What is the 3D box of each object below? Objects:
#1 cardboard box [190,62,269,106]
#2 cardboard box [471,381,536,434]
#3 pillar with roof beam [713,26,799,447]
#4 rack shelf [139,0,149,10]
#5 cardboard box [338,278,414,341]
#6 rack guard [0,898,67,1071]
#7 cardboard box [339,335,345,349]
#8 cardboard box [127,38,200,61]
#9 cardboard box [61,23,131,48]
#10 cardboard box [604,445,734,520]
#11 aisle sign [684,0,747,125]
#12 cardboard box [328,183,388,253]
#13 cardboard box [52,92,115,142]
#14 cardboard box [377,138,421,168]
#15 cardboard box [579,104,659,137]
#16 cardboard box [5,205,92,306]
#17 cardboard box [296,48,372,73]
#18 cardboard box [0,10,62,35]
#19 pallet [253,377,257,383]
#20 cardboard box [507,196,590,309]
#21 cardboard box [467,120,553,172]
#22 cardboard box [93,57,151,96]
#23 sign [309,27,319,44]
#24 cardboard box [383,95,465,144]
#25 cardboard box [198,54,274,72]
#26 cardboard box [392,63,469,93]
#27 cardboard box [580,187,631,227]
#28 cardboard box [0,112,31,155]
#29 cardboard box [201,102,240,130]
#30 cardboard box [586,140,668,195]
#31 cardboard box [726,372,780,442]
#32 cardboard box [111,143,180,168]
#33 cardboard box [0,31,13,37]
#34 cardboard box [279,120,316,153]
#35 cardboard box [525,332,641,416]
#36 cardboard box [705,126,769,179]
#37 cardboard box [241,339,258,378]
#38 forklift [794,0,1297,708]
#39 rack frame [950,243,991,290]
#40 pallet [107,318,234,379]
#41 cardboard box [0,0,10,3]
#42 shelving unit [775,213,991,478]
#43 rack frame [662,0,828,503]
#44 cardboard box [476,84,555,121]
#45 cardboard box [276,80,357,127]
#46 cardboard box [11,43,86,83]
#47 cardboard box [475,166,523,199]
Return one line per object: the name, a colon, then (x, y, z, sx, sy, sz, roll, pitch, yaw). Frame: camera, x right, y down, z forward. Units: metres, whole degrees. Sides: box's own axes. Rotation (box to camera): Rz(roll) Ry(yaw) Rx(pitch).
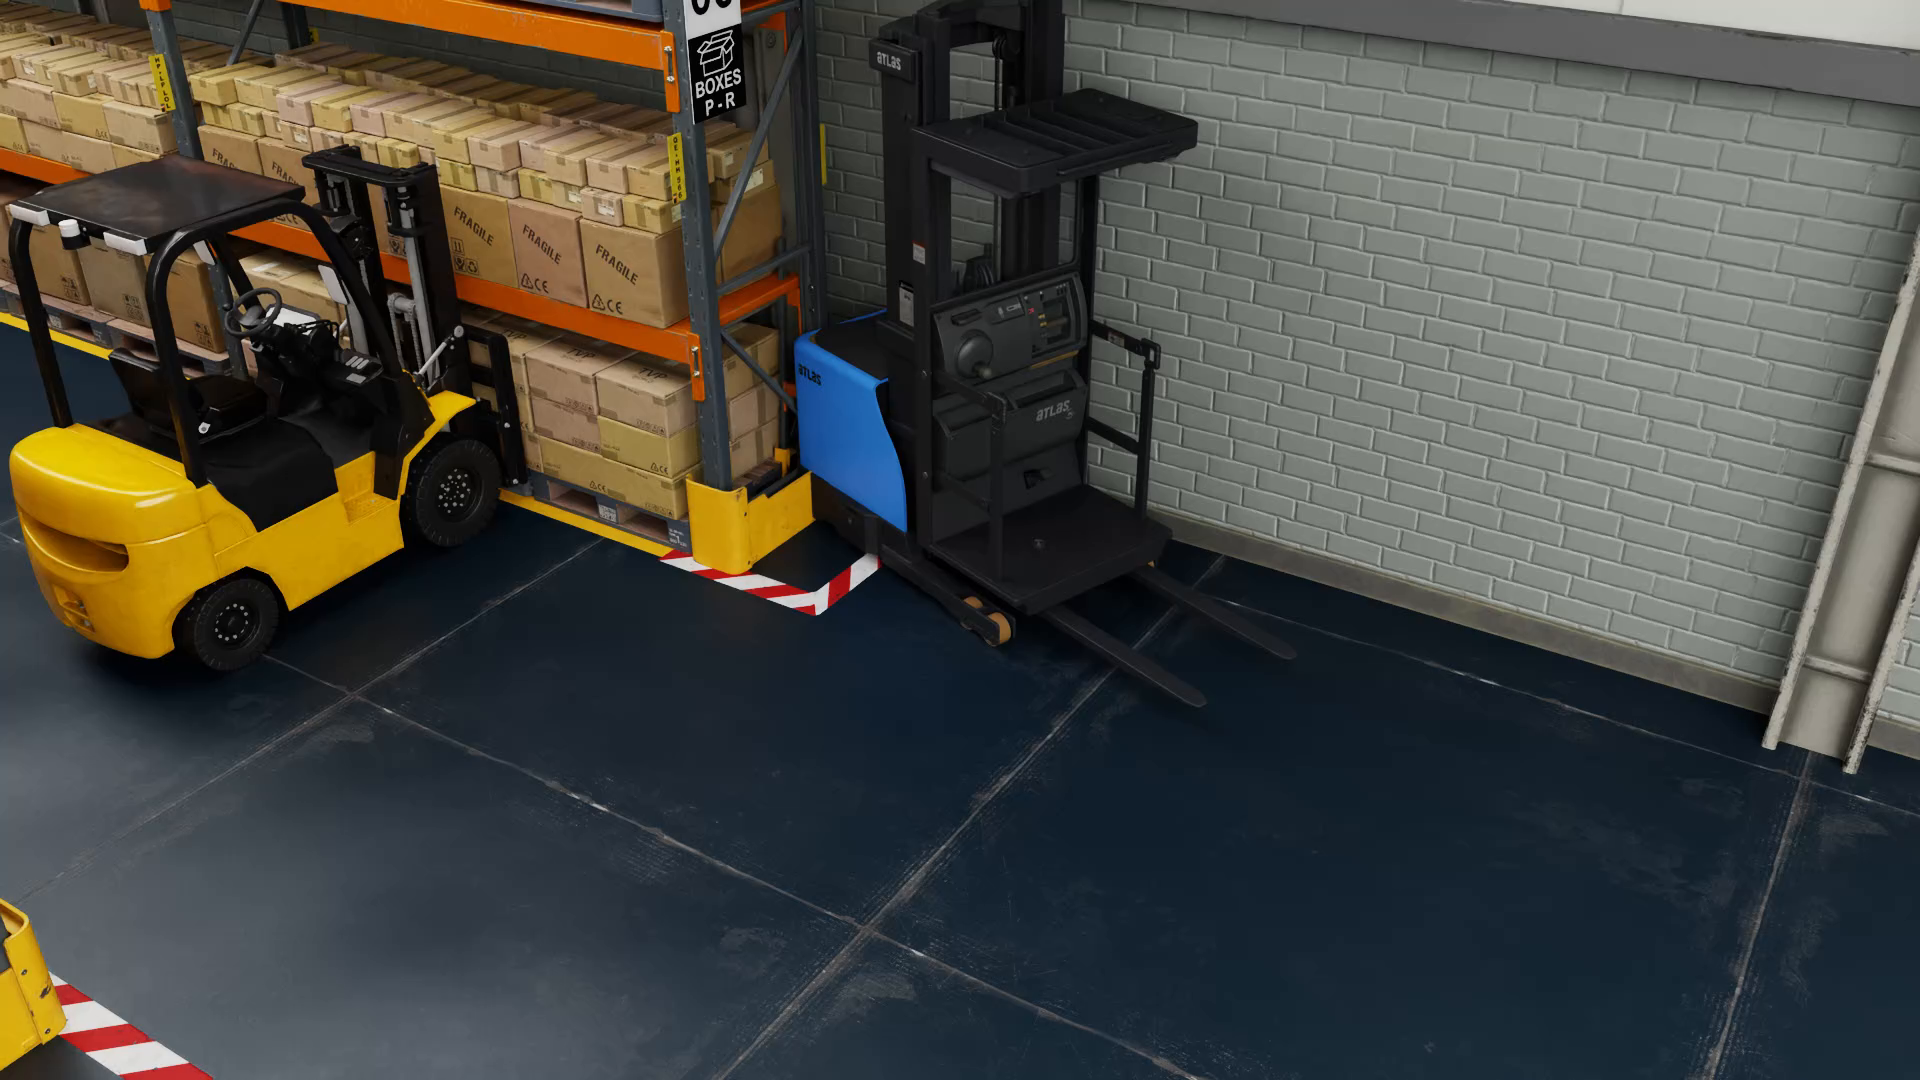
cardboard box: (-4.322, -2.710, 9.880, 0.250, 0.149, 0.380, 18, 35, 28)
cardboard box: (-2.493, -0.874, 9.586, 0.500, 0.250, 0.500, 17, 34, 26)
pillar with roof beam: (-3.446, -2.724, 4.989, 0.400, 9.000, 9.100, 18, 35, 27)
rack shelf: (-6.129, -3.991, 10.851, 4.000, 0.370, 1.077, 18, 35, 27)
cardboard box: (-3.336, -1.363, 9.929, 0.500, 0.250, 0.500, 19, 35, 29)
rack guard: (-3.747, 1.780, 5.702, 0.348, 0.500, 1.175, 18, 35, 27)
cardboard box: (-3.761, -1.284, 10.291, 0.500, 0.250, 0.500, 17, 34, 27)
cardboard box: (-5.256, -3.200, 11.016, 0.250, 0.149, 0.380, 17, 34, 27)
cardboard box: (-5.885, -3.408, 11.371, 0.250, 0.149, 0.380, 18, 35, 28)
cardboard box: (-1.613, -0.383, 9.242, 0.500, 0.250, 0.500, 18, 35, 28)
aisle sign: (-1.147, -2.379, 7.770, 0.004, 0.787, 0.394, 18, 35, 27)
cardboard box: (-3.318, -2.015, 9.629, 0.500, 0.500, 0.500, 17, 34, 27)
cardboard box: (-5.426, -2.778, 10.689, 0.500, 0.250, 0.500, 17, 34, 26)
cardboard box: (-3.005, -2.173, 9.255, 0.250, 0.149, 0.380, 17, 34, 26)
cardboard box: (-1.854, -2.253, 9.098, 0.250, 0.149, 0.380, 18, 35, 28)
cardboard box: (-6.174, -2.173, 11.937, 0.625, 0.625, 0.875, 16, 34, 25)
cardboard box: (-3.813, -2.881, 10.173, 0.250, 0.149, 0.380, 17, 34, 26)
cardboard box: (-6.547, -3.607, 11.714, 0.250, 0.149, 0.380, 17, 34, 27)
pallet: (-3.783, -1.035, 10.814, 1.213, 0.211, 1.003, 18, 35, 27)
cardboard box: (-2.038, -1.604, 8.924, 0.500, 0.500, 0.500, 19, 35, 29)
cardboard box: (-2.375, -2.089, 8.815, 0.250, 0.149, 0.380, 18, 35, 29)
cardboard box: (-5.249, -2.940, 10.569, 0.250, 0.149, 0.380, 18, 35, 27)
sign: (-4.141, -3.116, 10.676, 0.005, 0.325, 0.100, 18, 35, 27)
cardboard box: (-2.969, -2.340, 9.245, 0.250, 0.149, 0.380, 18, 35, 28)
cardboard box: (-4.618, -2.979, 10.637, 0.250, 0.149, 0.380, 17, 34, 26)
cardboard box: (-3.128, -2.697, 9.858, 0.250, 0.149, 0.380, 17, 34, 27)
cardboard box: (-1.722, -1.751, 8.532, 0.250, 0.149, 0.380, 18, 35, 28)
cardboard box: (-6.275, -2.842, 11.294, 0.500, 0.250, 0.500, 19, 35, 29)
cardboard box: (-4.304, -2.596, 9.980, 0.250, 0.149, 0.380, 17, 34, 27)
cardboard box: (-1.688, -1.909, 8.508, 0.250, 0.149, 0.380, 18, 35, 27)
cardboard box: (-1.335, -0.823, 9.500, 0.500, 0.250, 0.500, 18, 35, 28)
cardboard box: (-5.001, -2.429, 10.585, 0.500, 0.250, 0.500, 18, 35, 28)
cardboard box: (-6.610, -3.313, 11.209, 0.250, 0.149, 0.380, 18, 35, 28)
cardboard box: (-3.679, -2.371, 9.595, 0.250, 0.149, 0.380, 18, 35, 28)
cardboard box: (-2.038, -0.949, 9.219, 0.500, 0.250, 0.500, 18, 35, 28)
cardboard box: (-1.218, -2.032, 8.718, 0.250, 0.149, 0.380, 17, 34, 26)
cardboard box: (-4.201, -1.193, 10.630, 0.500, 0.250, 0.500, 18, 35, 28)
forklift: (0.393, -1.019, 8.088, 1.130, 2.935, 3.031, -22, 37, -33)
rack frame: (0.029, -0.858, 9.238, 0.032, 1.500, 0.500, 14, 31, 19)
pallet: (-5.079, -1.446, 11.520, 1.213, 0.211, 1.003, 18, 35, 27)
cardboard box: (-7.158, -3.842, 12.116, 0.250, 0.149, 0.380, 19, 35, 29)
shelving unit: (-0.446, -0.976, 9.406, 1.083, 1.500, 0.587, 14, 31, 19)
rack frame: (-1.047, -1.399, 8.671, 0.127, 3.000, 1.000, 18, 35, 27)
cardboard box: (-2.512, -2.458, 9.449, 0.250, 0.149, 0.380, 18, 35, 28)
cardboard box: (-3.669, -2.501, 9.522, 0.250, 0.149, 0.380, 18, 35, 28)
cardboard box: (-5.940, -3.120, 10.878, 0.250, 0.149, 0.380, 18, 35, 28)
cardboard box: (-2.364, -1.969, 8.906, 0.250, 0.149, 0.380, 16, 34, 26)
